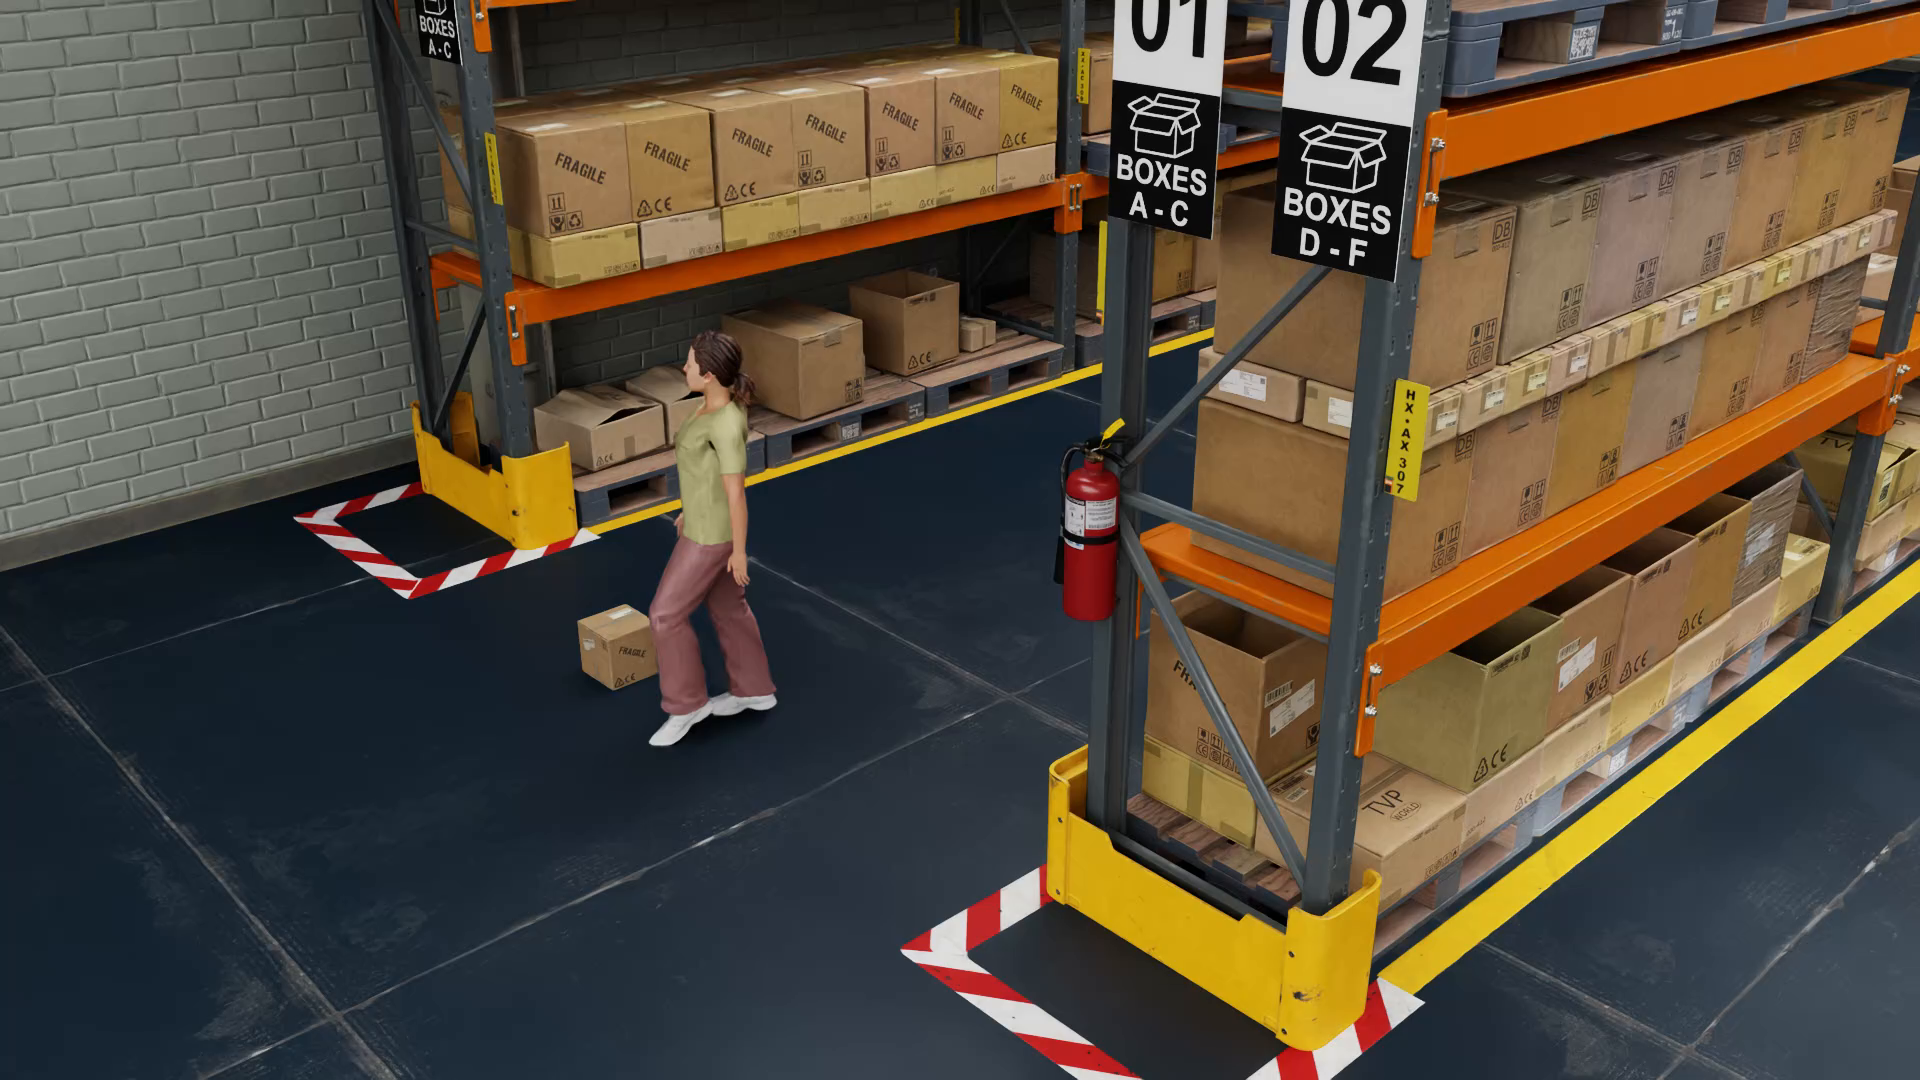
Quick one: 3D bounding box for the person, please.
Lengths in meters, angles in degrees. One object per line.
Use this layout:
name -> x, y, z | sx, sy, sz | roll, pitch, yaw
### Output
person -> -1.030, -0.004, 6.633 | 0.529, 1.708, 0.489 | -3, 25, -6
